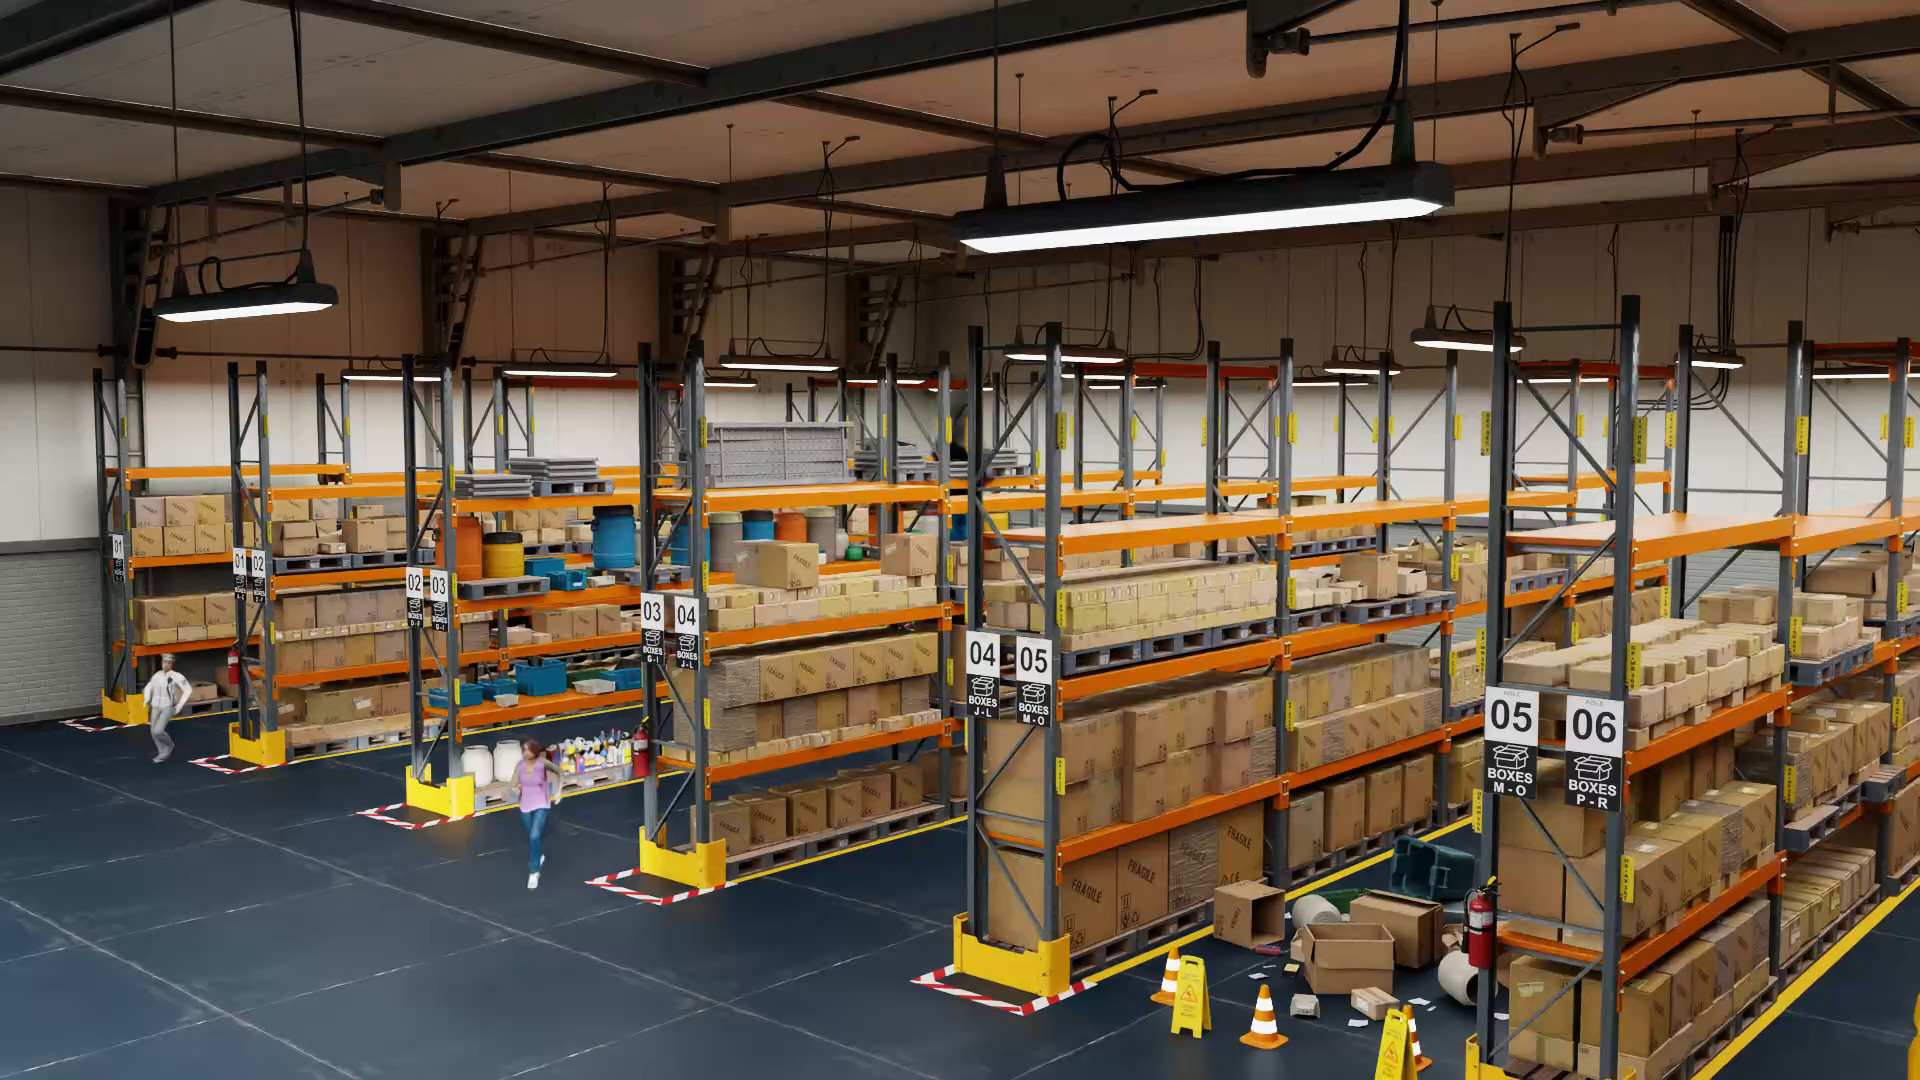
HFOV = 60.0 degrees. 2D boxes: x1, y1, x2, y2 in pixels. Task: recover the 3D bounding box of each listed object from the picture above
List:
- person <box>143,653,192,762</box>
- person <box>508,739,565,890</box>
[{"bbox_3d":[-11.906,2.517,24.880,0.688,1.648,0.489,1,4,8],"label":"person"},{"bbox_3d":[-4.699,3.014,18.479,0.548,1.617,0.839,1,4,8],"label":"person"}]
